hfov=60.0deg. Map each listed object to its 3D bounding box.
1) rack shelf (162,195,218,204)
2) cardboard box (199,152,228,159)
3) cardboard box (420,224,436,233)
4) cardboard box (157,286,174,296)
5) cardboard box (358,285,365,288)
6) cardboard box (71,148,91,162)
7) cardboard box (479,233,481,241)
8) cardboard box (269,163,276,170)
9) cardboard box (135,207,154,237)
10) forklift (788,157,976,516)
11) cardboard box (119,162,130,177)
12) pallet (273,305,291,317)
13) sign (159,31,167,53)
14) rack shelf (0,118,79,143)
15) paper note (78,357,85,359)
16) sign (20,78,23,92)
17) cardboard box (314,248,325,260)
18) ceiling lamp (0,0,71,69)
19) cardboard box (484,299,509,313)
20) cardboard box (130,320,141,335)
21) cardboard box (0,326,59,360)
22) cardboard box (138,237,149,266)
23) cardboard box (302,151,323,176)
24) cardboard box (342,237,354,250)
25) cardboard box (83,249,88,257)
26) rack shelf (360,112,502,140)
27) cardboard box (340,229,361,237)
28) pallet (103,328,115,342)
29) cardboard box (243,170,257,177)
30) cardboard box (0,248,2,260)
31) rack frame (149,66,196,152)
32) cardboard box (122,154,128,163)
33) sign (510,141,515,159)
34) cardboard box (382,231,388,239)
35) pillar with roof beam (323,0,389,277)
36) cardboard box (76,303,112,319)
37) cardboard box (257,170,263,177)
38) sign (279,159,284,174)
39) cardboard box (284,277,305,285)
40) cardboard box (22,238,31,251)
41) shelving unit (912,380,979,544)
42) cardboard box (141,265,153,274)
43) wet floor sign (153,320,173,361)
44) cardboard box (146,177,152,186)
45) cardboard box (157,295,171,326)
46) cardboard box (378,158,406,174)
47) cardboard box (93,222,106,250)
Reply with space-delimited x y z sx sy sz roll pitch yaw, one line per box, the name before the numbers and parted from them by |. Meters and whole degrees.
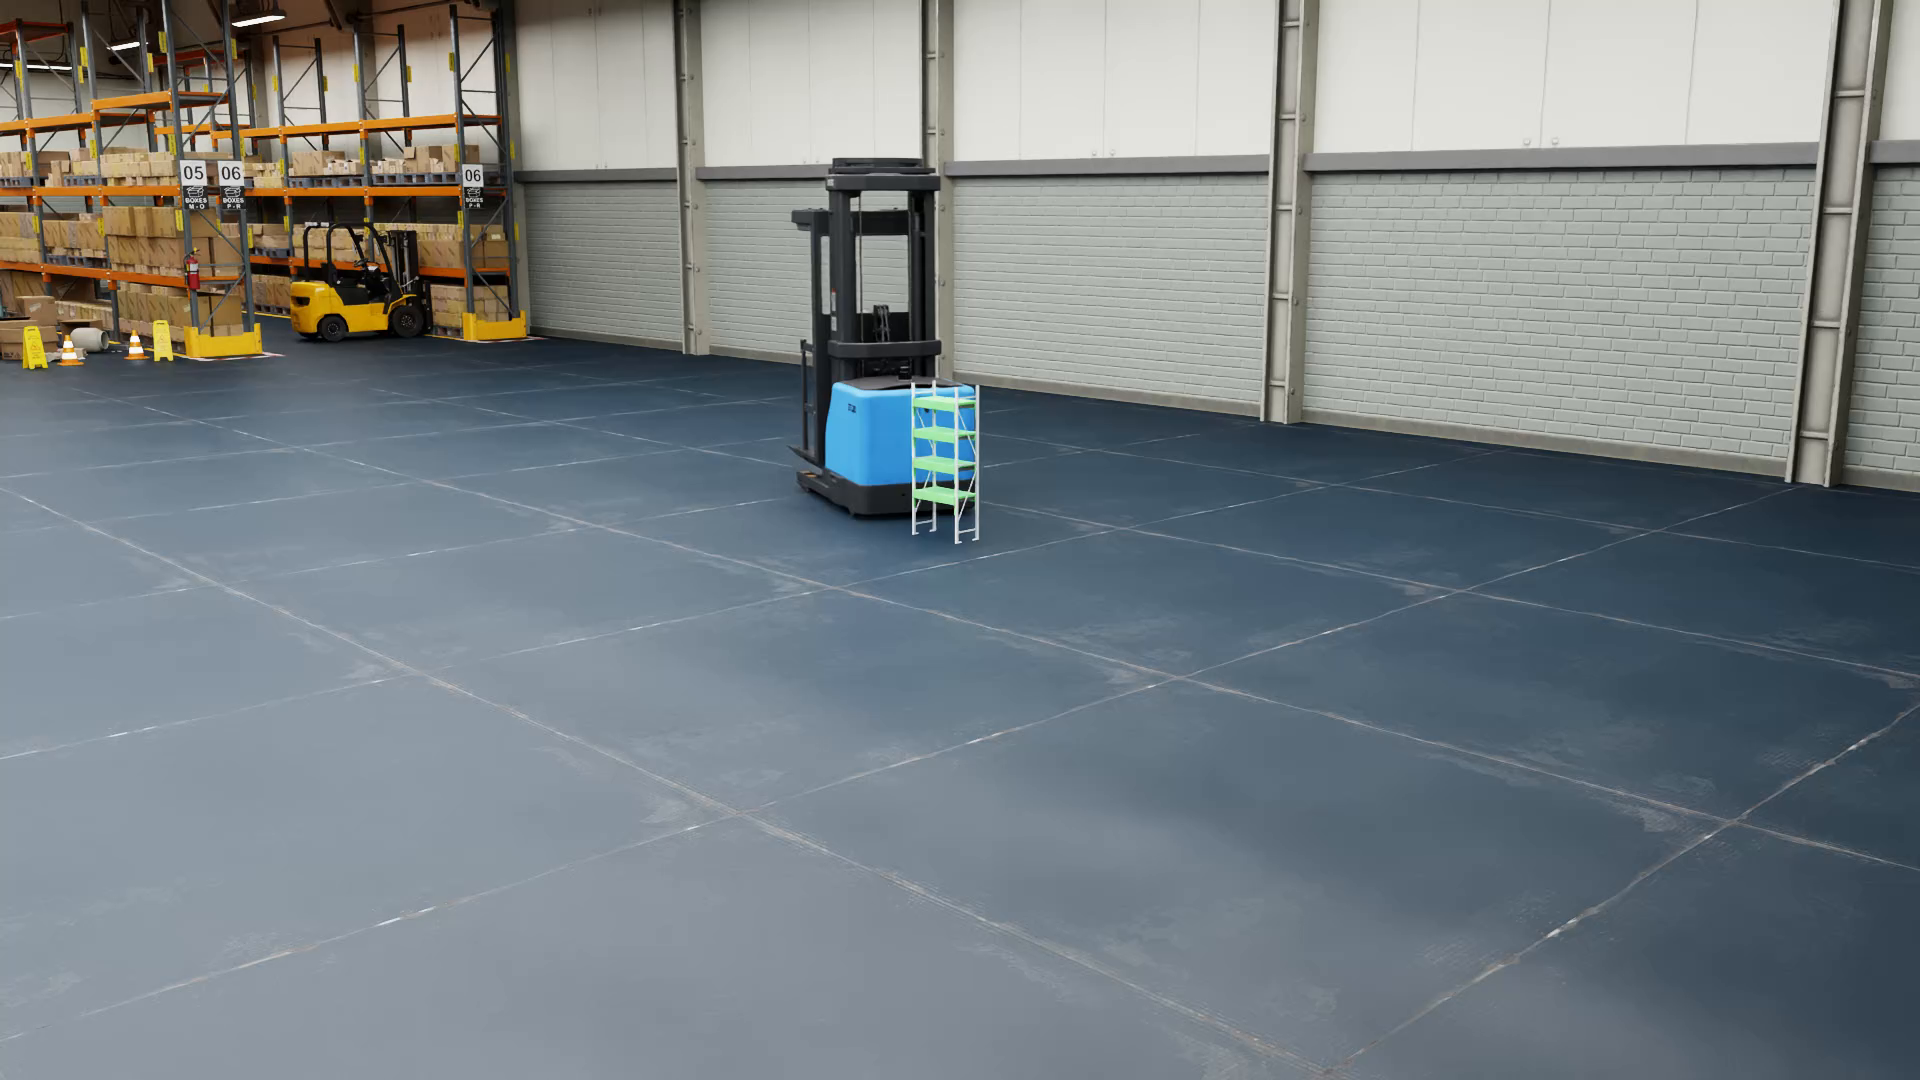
rack shelf | -18.454 -8.441 40.798 1.077 0.370 4.000 -11 16 -43
cardboard box | -12.471 -6.406 27.782 0.380 0.149 0.250 -11 16 -43
cardboard box | -10.140 -5.989 31.952 0.380 0.149 0.250 -10 16 -41
cardboard box | -13.589 -4.295 28.630 0.380 0.149 0.250 -11 16 -42
cardboard box | -11.917 -4.982 34.503 0.875 0.625 0.625 -10 15 -40
cardboard box | -16.349 -7.231 31.236 0.500 0.250 0.500 -11 16 -42
cardboard box | -9.049 -5.760 31.582 0.380 0.149 0.250 -11 16 -43
cardboard box | -15.088 -8.279 36.875 0.250 0.149 0.380 11 16 43
cardboard box | -13.655 -5.452 28.479 0.700 0.500 0.500 -11 16 -43
forklift | -0.847 -1.888 14.812 1.130 2.935 3.031 -4 12 -20
cardboard box | -14.331 -6.463 29.047 0.500 0.250 0.500 -11 16 -42
pallet | -14.799 -5.197 37.613 1.003 0.211 1.213 -11 16 -43
sign | -12.789 -7.988 26.674 0.100 0.325 0.005 -11 16 -43
rack shelf | -19.279 -8.438 34.342 1.077 0.370 4.000 -11 16 -43
paper note | -14.466 -2.995 27.373 0.142 0.019 0.148 6 13 26
sign | -20.276 -9.852 35.919 0.100 0.325 0.005 -11 16 -43
cardboard box | -13.477 -6.128 35.593 0.500 0.250 0.500 11 16 43
ceiling lamp | -23.370 -13.480 41.574 2.000 3.185 0.800 -11 16 -43
cardboard box | -8.961 -4.482 31.769 0.500 0.250 0.500 -11 16 -42
cardboard box | -14.547 -3.831 29.848 0.500 0.250 0.500 -10 15 -39
cardboard box | -15.418 -3.270 27.534 0.637 0.503 0.797 1 12 6
cardboard box | -13.969 -5.048 28.995 0.500 0.500 0.500 -11 16 -42
cardboard box | -13.566 -8.022 35.445 0.700 0.500 0.500 -11 16 -44
cardboard box | -12.433 -6.146 34.443 0.500 0.250 0.500 11 16 44
cardboard box | -16.243 -5.402 31.280 0.380 0.149 0.250 -11 16 -42
rack shelf | -10.167 -7.963 32.035 1.077 0.370 4.000 -11 16 -43
cardboard box | -12.680 -6.395 34.664 0.250 0.149 0.380 11 16 44
pallet | -15.675 -3.920 31.416 1.003 0.211 1.213 -11 16 -43
cardboard box | -16.074 -8.313 37.729 0.380 0.149 0.250 -10 16 -41
cardboard box | -20.189 -6.090 35.410 0.500 0.250 0.500 11 16 44
rack frame | -19.835 -10.554 41.839 1.000 3.000 0.127 -11 16 -43
cardboard box | -14.408 -6.673 29.079 0.250 0.149 0.380 11 16 43
sign | -8.381 -7.293 31.083 0.100 0.325 0.005 -11 16 -43
cardboard box | -11.339 -6.111 33.282 0.380 0.149 0.250 -10 16 -41
pillar with roof beam | -15.872 -8.722 32.946 9.100 9.000 0.548 -11 16 -43
cardboard box | -16.480 -4.373 32.175 0.950 0.372 0.625 -10 15 -41
cardboard box | -15.599 -8.249 37.467 0.380 0.149 0.250 -10 15 -41
sign | -14.705 -8.096 36.057 0.100 0.325 0.005 -11 16 -43
cardboard box | -14.835 -5.784 37.100 0.250 0.149 0.380 11 16 42
cardboard box | -18.773 -6.037 33.914 0.500 0.250 0.500 11 16 44
shelving unit | -0.114 -0.612 12.908 0.258 1.200 0.503 -11 16 -43
cardboard box | -14.079 -4.738 29.097 0.380 0.149 0.250 -11 16 -43
wet floor sign | -13.016 -3.259 27.130 0.267 0.644 0.232 -5 13 -23
cardboard box | -13.686 -6.139 28.463 0.250 0.149 0.380 11 16 44
cardboard box | -13.478 -3.971 28.668 0.500 0.500 0.500 -10 15 -40
cardboard box | -11.150 -7.390 32.844 0.500 0.311 0.500 -10 16 -41
cardboard box | -15.621 -5.608 30.674 0.500 0.500 0.500 -11 16 -44
